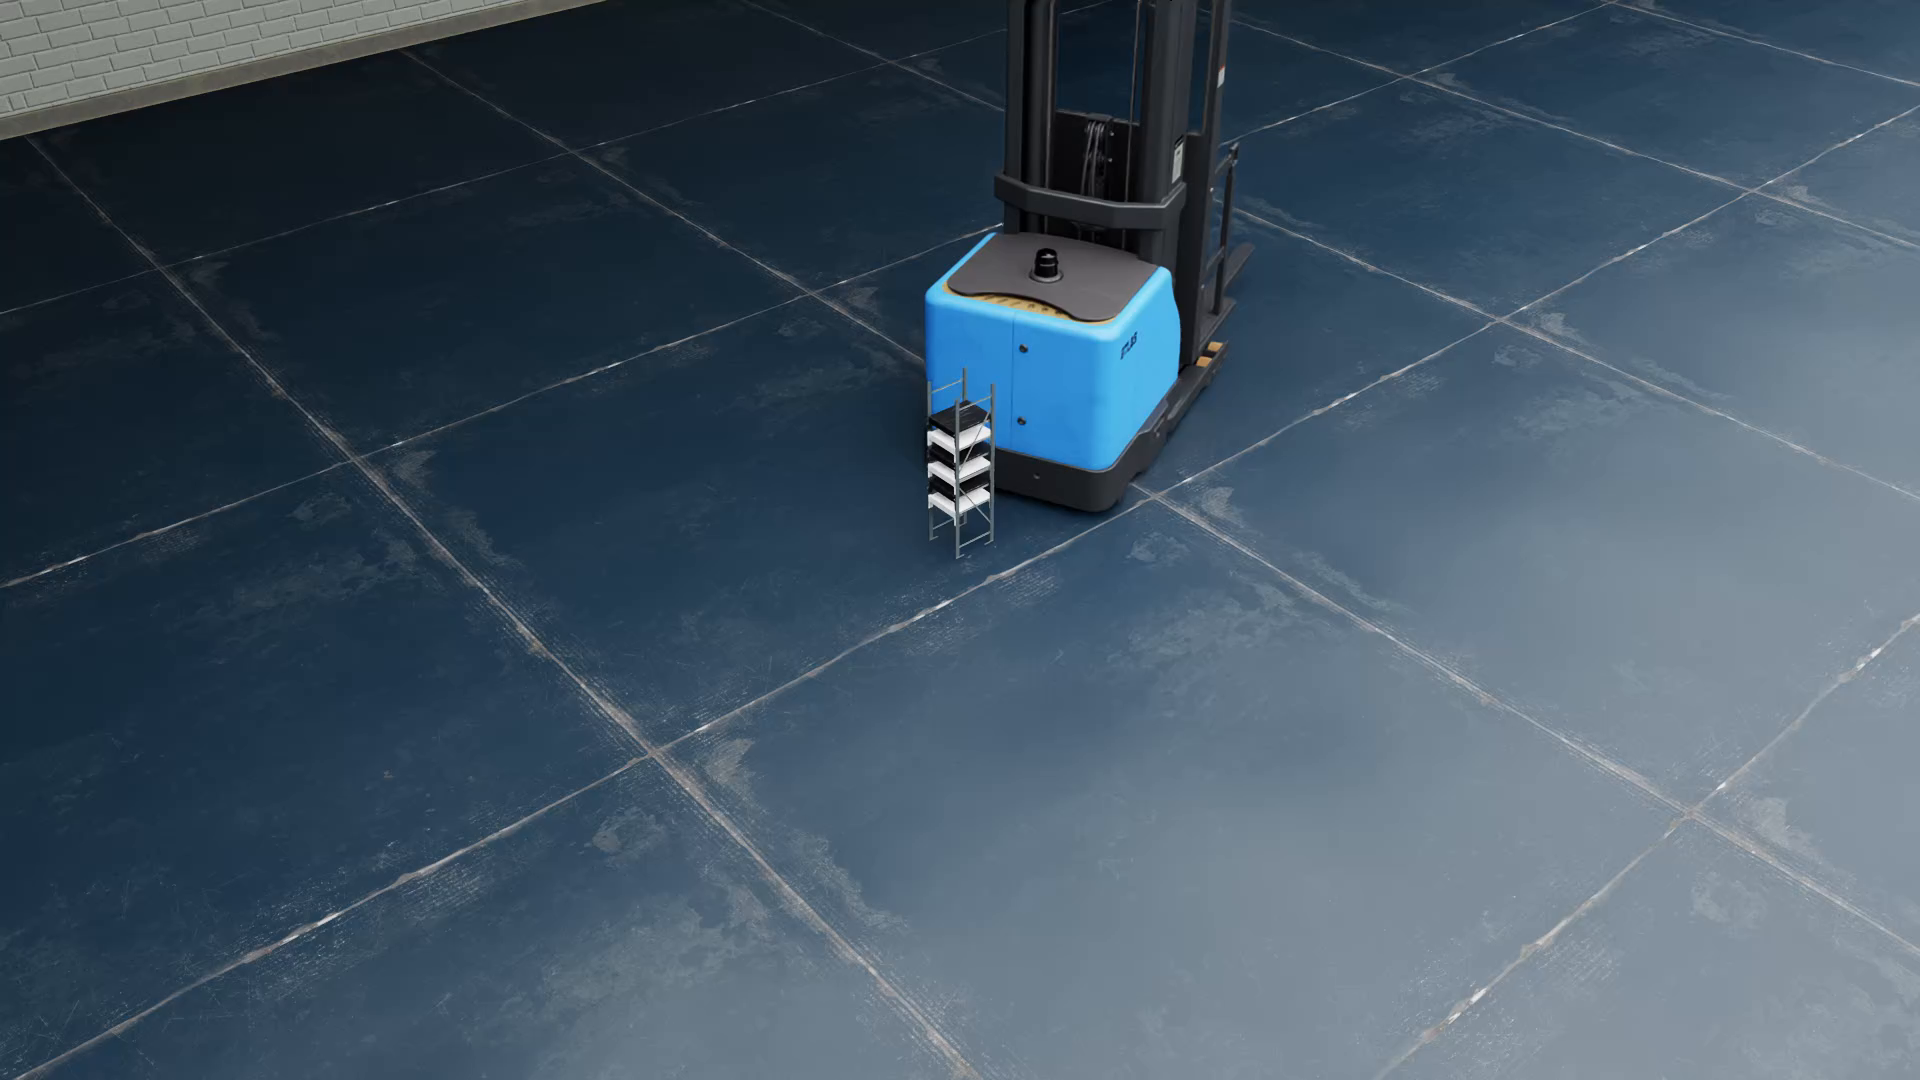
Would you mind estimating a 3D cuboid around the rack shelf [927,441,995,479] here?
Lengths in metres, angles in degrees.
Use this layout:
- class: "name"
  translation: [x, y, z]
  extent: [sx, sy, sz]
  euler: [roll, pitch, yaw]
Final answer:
- class: "rack shelf"
  translation: [0.005, -0.410, 7.952]
  extent: [0.258, 0.077, 0.200]
  euler: [-26, 43, -32]

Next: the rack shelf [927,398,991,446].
- class: "rack shelf"
  translation: [0.005, -0.557, 7.848]
  extent: [0.258, 0.077, 0.200]
  euler: [-26, 43, -32]

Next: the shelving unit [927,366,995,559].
- class: "shelving unit"
  translation: [0.005, -0.364, 7.985]
  extent: [0.258, 0.900, 0.210]
  euler: [-26, 43, -32]

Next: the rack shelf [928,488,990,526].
- class: "rack shelf"
  translation: [0.005, -0.190, 8.108]
  extent: [0.258, 0.077, 0.200]
  euler: [-26, 43, -32]

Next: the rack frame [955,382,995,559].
- class: "rack frame"
  translation: [0.071, -0.319, 7.921]
  extent: [0.240, 0.900, 0.006]
  euler: [-26, 43, -32]

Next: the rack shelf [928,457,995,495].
- class: "rack shelf"
  translation: [0.005, -0.336, 8.004]
  extent: [0.258, 0.077, 0.200]
  euler: [-26, 43, -32]

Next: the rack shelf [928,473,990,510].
- class: "rack shelf"
  translation: [0.005, -0.263, 8.056]
  extent: [0.258, 0.077, 0.200]
  euler: [-26, 43, -32]

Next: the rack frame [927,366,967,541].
- class: "rack frame"
  translation: [-0.060, -0.409, 8.048]
  extent: [0.240, 0.900, 0.006]
  euler: [-26, 43, -32]

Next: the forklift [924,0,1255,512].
- class: "forklift"
  translation: [0.904, -2.177, 8.788]
  extent: [1.130, 2.935, 3.031]
  euler: [15, 38, 21]

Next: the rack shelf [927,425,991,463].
- class: "rack shelf"
  translation: [0.005, -0.483, 7.900]
  extent: [0.258, 0.077, 0.200]
  euler: [-26, 43, -32]
